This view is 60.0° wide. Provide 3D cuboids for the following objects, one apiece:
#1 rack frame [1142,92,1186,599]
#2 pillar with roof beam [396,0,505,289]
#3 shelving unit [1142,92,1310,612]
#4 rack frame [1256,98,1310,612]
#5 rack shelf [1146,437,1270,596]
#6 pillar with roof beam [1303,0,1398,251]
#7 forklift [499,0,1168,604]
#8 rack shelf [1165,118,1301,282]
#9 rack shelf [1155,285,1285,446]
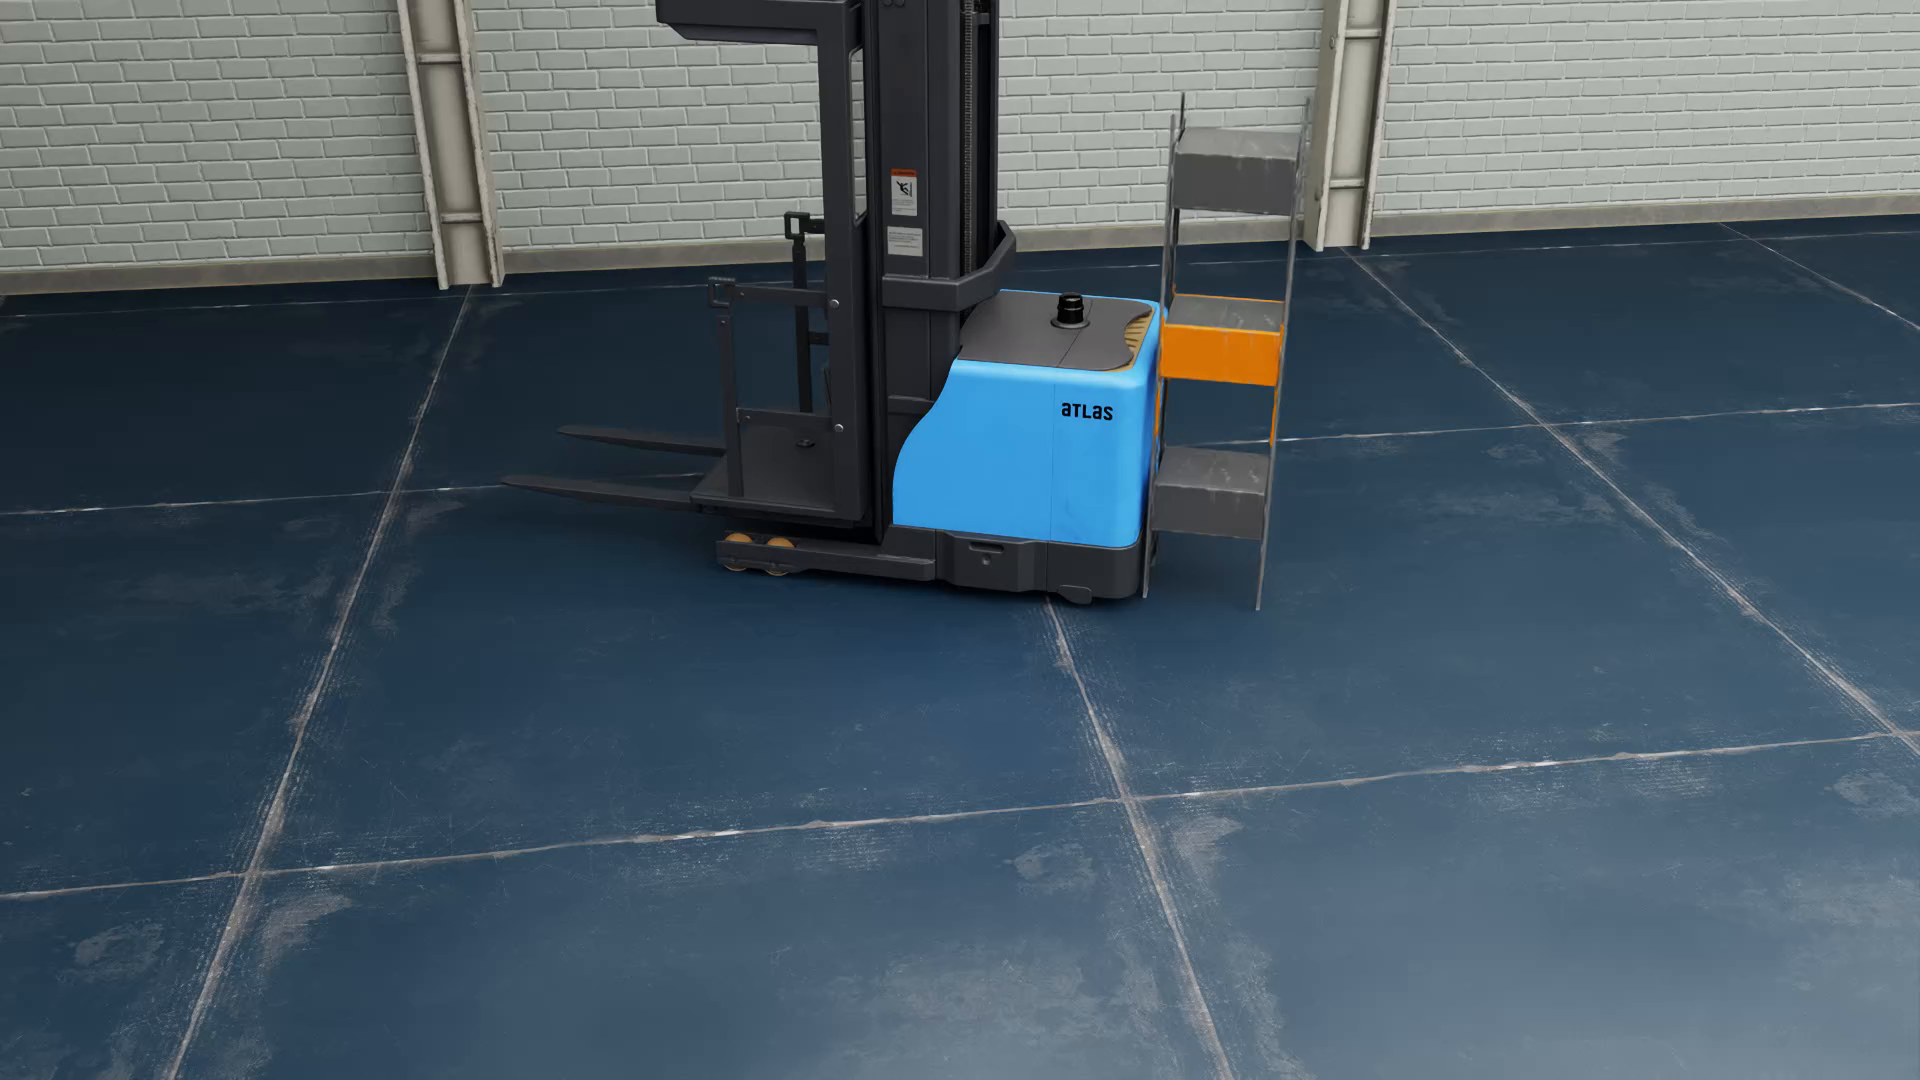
[{"bbox_3d":[0.848,-0.766,6.940,0.015,2.100,0.400,6,28,11],"label":"rack frame"},{"bbox_3d":[-2.663,-3.793,5.285,0.400,9.000,9.100,-4,27,-7],"label":"pillar with roof beam"},{"bbox_3d":[1.086,-0.741,6.893,0.503,2.100,0.431,6,28,11],"label":"shelving unit"},{"bbox_3d":[1.324,-0.716,6.845,0.015,2.100,0.400,6,28,11],"label":"rack frame"},{"bbox_3d":[1.085,-0.106,7.219,0.480,0.518,0.431,6,28,11],"label":"rack shelf"},{"bbox_3d":[3.279,-4.175,6.029,0.400,9.000,9.100,-4,27,-7],"label":"pillar with roof beam"},{"bbox_3d":[-0.614,-1.370,7.210,3.031,2.935,1.130,6,28,12],"label":"forklift"},{"bbox_3d":[1.088,-1.351,6.579,0.480,0.518,0.431,6,28,11],"label":"rack shelf"},{"bbox_3d":[1.086,-0.729,6.899,0.480,0.518,0.431,6,28,11],"label":"rack shelf"}]
